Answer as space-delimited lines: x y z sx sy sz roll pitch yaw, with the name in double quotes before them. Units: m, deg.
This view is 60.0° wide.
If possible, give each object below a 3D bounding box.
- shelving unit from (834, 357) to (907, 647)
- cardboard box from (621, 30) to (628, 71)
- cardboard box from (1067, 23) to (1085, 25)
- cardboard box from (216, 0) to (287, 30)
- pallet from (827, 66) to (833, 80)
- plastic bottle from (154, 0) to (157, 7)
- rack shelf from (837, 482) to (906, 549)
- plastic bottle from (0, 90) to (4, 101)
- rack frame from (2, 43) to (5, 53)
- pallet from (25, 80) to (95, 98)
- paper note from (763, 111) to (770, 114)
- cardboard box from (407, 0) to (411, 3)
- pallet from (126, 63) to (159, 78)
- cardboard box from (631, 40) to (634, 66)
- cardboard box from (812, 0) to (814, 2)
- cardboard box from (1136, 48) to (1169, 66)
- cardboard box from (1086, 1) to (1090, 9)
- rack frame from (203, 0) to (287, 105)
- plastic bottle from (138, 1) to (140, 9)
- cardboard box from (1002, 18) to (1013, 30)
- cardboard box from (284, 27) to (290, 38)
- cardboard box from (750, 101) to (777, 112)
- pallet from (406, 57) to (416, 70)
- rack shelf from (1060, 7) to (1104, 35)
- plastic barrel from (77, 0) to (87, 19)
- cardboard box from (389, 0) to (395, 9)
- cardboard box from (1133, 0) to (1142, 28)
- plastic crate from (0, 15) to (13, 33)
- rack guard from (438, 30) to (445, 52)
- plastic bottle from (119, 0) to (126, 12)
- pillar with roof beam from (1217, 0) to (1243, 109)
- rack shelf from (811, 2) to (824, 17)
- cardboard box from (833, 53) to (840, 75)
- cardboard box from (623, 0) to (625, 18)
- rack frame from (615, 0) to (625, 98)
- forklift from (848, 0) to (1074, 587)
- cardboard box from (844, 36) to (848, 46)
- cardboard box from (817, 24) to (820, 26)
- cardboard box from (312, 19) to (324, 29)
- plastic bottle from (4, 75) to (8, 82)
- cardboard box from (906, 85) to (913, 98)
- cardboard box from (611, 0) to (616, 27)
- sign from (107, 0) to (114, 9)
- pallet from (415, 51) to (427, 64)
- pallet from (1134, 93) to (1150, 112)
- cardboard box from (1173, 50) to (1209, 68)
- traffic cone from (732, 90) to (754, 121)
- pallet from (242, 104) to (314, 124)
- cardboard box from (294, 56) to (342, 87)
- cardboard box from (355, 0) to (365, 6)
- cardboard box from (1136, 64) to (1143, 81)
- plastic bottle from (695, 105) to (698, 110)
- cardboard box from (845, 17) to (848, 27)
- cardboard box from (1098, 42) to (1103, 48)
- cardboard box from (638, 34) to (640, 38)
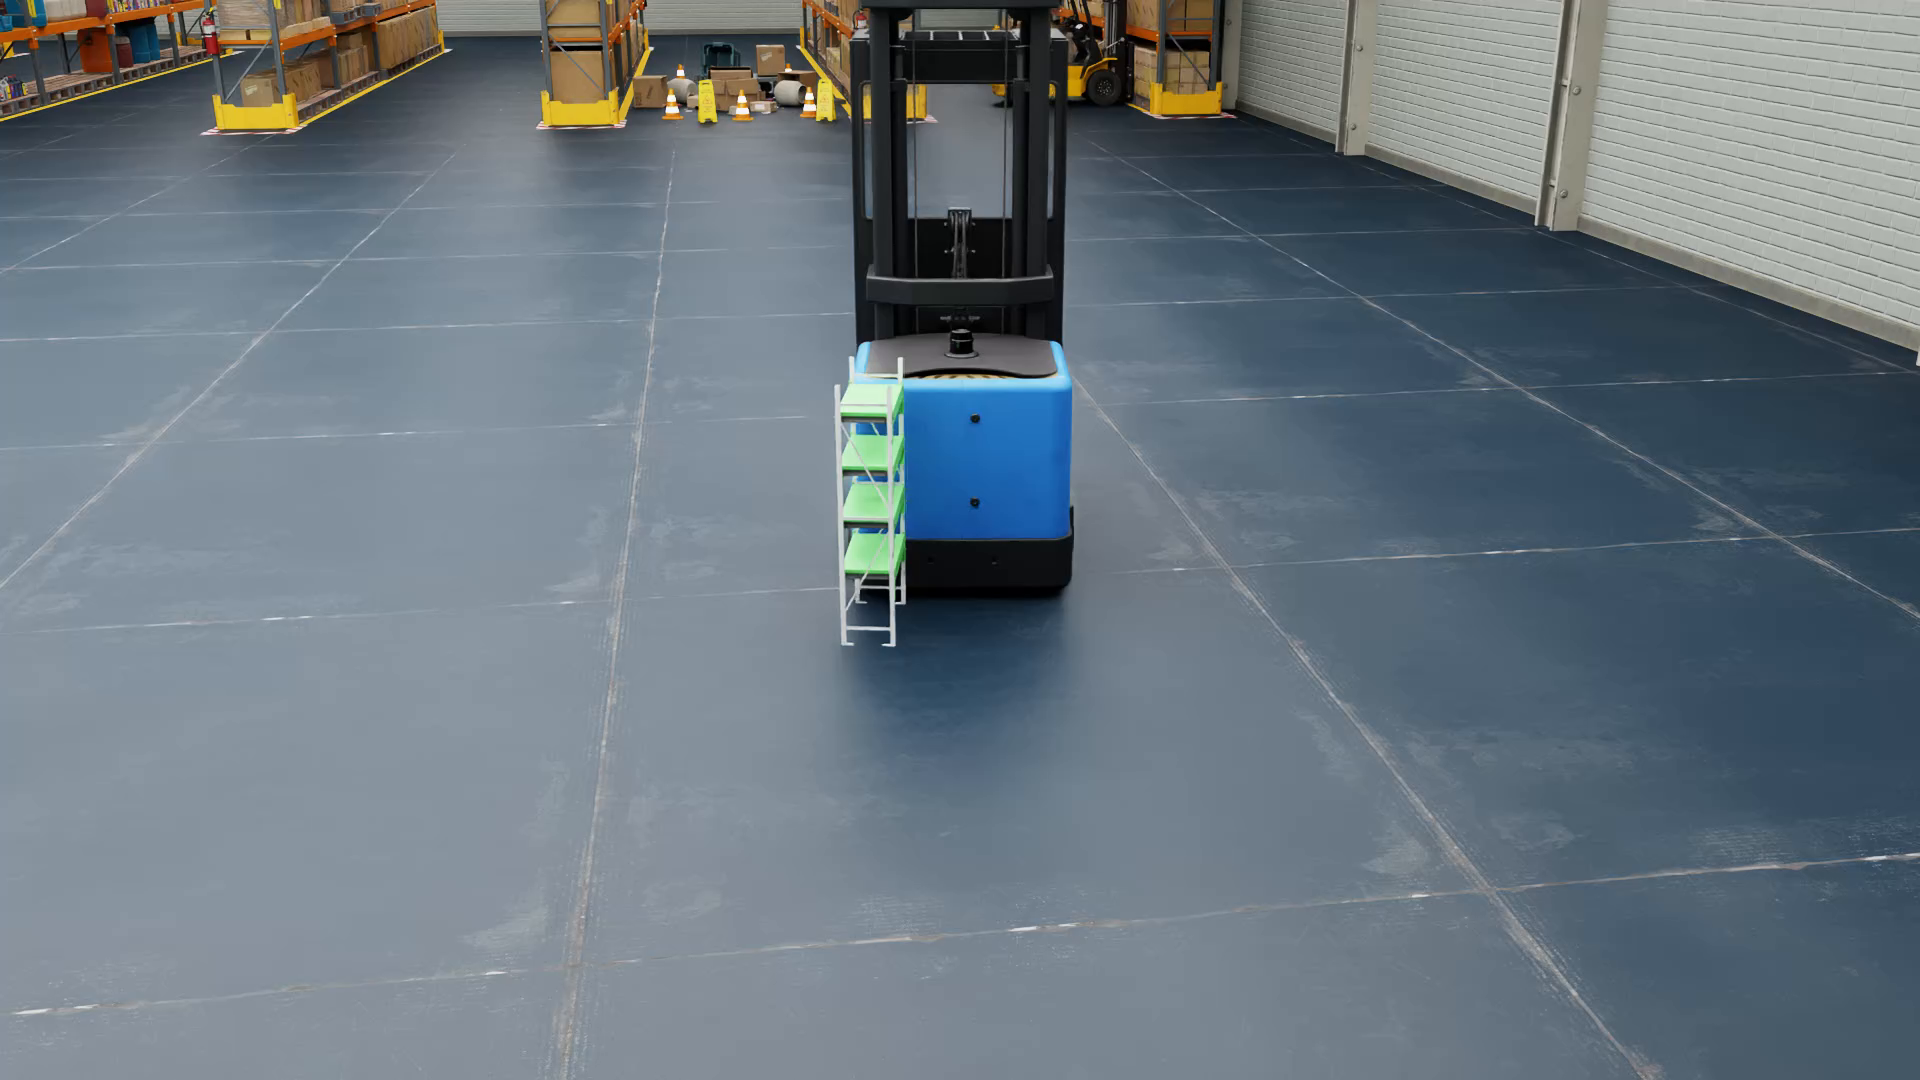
"shelving unit" -0.393 -0.174 7.466 0.258 1.200 0.503 1 21 3
"cardboard box" -7.173 -9.735 33.108 1.050 0.750 0.750 -3 21 -8
"cardboard box" 2.614 -11.499 37.263 0.380 0.149 0.250 -3 21 -7
"cardboard box" -10.993 -8.200 25.817 0.875 0.500 0.500 -3 21 -8
"pallet" -2.177 -9.515 33.890 1.003 0.211 1.213 -3 21 -8
"plastic bottle" -17.117 -11.475 35.318 0.061 0.283 0.133 -3 21 -8
"rack shelf" -0.393 -0.114 7.488 0.258 0.148 0.480 1 21 3
"plastic bottle" -15.903 -7.370 27.532 0.097 0.201 0.097 0 20 0
"rack frame" -23.051 -12.864 38.871 1.000 3.000 0.127 -3 21 -8
"pallet" -16.750 -8.344 30.756 1.003 0.211 1.213 -3 21 -8
"paper note" -3.241 -7.158 27.838 0.148 0.019 0.142 -11 23 -26
"cardboard box" -12.384 -11.979 36.860 0.380 0.149 0.250 -3 21 -8
"pallet" -17.323 -9.728 34.462 1.003 0.211 1.213 -3 21 -8
"cardboard box" -7.021 -10.091 34.419 0.500 0.500 0.500 -4 21 -10
"cardboard box" -3.062 -12.241 37.418 0.500 0.250 0.500 -3 21 -9
"cardboard box" 3.322 -8.271 28.475 0.500 0.250 0.500 -3 21 -7
"cardboard box" 2.749 -10.397 32.481 0.500 0.250 0.500 -3 21 -7
"rack frame" -10.941 -7.822 25.373 1.000 3.000 0.127 -3 21 -8
"plastic bottle" -16.973 -11.047 34.291 0.097 0.201 0.097 0 20 0
"cardboard box" 1.465 -12.924 42.000 0.797 0.503 0.637 -4 21 -10
"cardboard box" -10.784 -7.990 26.181 0.380 0.149 0.250 -3 21 -8
"cardboard box" -3.322 -7.338 28.151 0.380 0.149 0.250 8 22 20
"pallet" -12.485 -10.407 36.280 1.003 0.211 1.213 -3 21 -8
"rack shelf" 2.912 -10.314 33.073 1.077 0.370 4.000 -3 21 -8
"plastic barrel" -16.636 -10.049 31.176 0.421 0.512 0.421 0 20 0
"cardboard box" -12.119 -11.350 34.675 0.500 0.500 0.500 -3 21 -8
"cardboard box" 3.306 -9.135 28.745 0.500 0.500 0.500 -3 21 -9
"plastic crate" -15.991 -8.518 27.449 0.499 0.251 0.616 -3 21 -8
"rack guard" -13.251 -12.199 40.664 1.175 0.500 0.348 -3 21 -8
"plastic bottle" -16.812 -10.743 33.358 0.061 0.283 0.133 -3 21 -8
"pillar with roof beam" 0.308 -11.454 26.521 9.100 9.000 0.400 -3 21 -8
"rack shelf" -2.576 -11.447 36.107 1.077 0.370 4.000 -3 21 -8
"cardboard box" -1.998 -9.344 32.601 0.950 0.372 0.625 -2 21 -6
"cardboard box" -6.547 -10.013 31.095 0.500 0.500 0.500 -3 21 -8
"rack frame" -6.595 -9.422 29.657 1.000 3.000 0.127 -3 21 -8
"forklift" -0.009 -1.611 8.840 1.130 2.935 3.031 0 20 -1
"cardboard box" -1.859 -8.829 29.398 0.380 0.149 0.250 -2 21 -6
"cardboard box" -3.107 -12.318 40.472 0.875 0.438 0.875 -2 21 -6
"cardboard box" -11.046 -8.772 28.275 0.380 0.149 0.250 -3 21 -8
"plastic bottle" -16.183 -7.707 28.221 0.144 0.351 0.185 -3 21 -8
"cardboard box" -0.977 -7.524 27.904 0.500 0.250 0.500 -3 21 -8
"cardboard box" -6.428 -9.176 28.783 0.875 0.550 0.550 -3 21 -8
"sign" -16.452 -10.449 32.172 0.100 0.325 0.005 -3 21 -8
"pallet" -12.703 -10.938 37.700 1.003 0.211 1.213 -3 21 -8
"pallet" 3.625 -7.530 28.576 1.003 0.211 1.213 -3 21 -8
"cardboard box" 3.895 -8.127 28.088 0.500 0.250 0.500 -3 21 -9
"traffic cone" -3.522 -7.044 26.914 0.336 0.463 0.334 -3 21 -8
"pallet" -11.034 -6.825 26.689 1.003 0.211 1.213 -3 21 -8
"cardboard box" -11.585 -8.456 30.013 0.700 0.500 0.500 -5 21 -12
"cardboard box" -11.797 -10.463 31.699 0.700 0.500 0.500 0 20 0
"cardboard box" 3.336 -8.044 28.580 0.500 0.250 0.500 -3 21 -8
"plastic bottle" -4.441 -7.390 28.415 0.133 0.061 0.283 -11 23 -26
"cardboard box" -1.808 -9.021 28.940 0.380 0.149 0.250 -3 21 -7
"cardboard box" 3.114 -9.223 31.917 0.875 0.625 0.625 -2 21 -5
"cardboard box" -7.706 -11.781 39.020 0.380 0.149 0.250 -3 21 -8
